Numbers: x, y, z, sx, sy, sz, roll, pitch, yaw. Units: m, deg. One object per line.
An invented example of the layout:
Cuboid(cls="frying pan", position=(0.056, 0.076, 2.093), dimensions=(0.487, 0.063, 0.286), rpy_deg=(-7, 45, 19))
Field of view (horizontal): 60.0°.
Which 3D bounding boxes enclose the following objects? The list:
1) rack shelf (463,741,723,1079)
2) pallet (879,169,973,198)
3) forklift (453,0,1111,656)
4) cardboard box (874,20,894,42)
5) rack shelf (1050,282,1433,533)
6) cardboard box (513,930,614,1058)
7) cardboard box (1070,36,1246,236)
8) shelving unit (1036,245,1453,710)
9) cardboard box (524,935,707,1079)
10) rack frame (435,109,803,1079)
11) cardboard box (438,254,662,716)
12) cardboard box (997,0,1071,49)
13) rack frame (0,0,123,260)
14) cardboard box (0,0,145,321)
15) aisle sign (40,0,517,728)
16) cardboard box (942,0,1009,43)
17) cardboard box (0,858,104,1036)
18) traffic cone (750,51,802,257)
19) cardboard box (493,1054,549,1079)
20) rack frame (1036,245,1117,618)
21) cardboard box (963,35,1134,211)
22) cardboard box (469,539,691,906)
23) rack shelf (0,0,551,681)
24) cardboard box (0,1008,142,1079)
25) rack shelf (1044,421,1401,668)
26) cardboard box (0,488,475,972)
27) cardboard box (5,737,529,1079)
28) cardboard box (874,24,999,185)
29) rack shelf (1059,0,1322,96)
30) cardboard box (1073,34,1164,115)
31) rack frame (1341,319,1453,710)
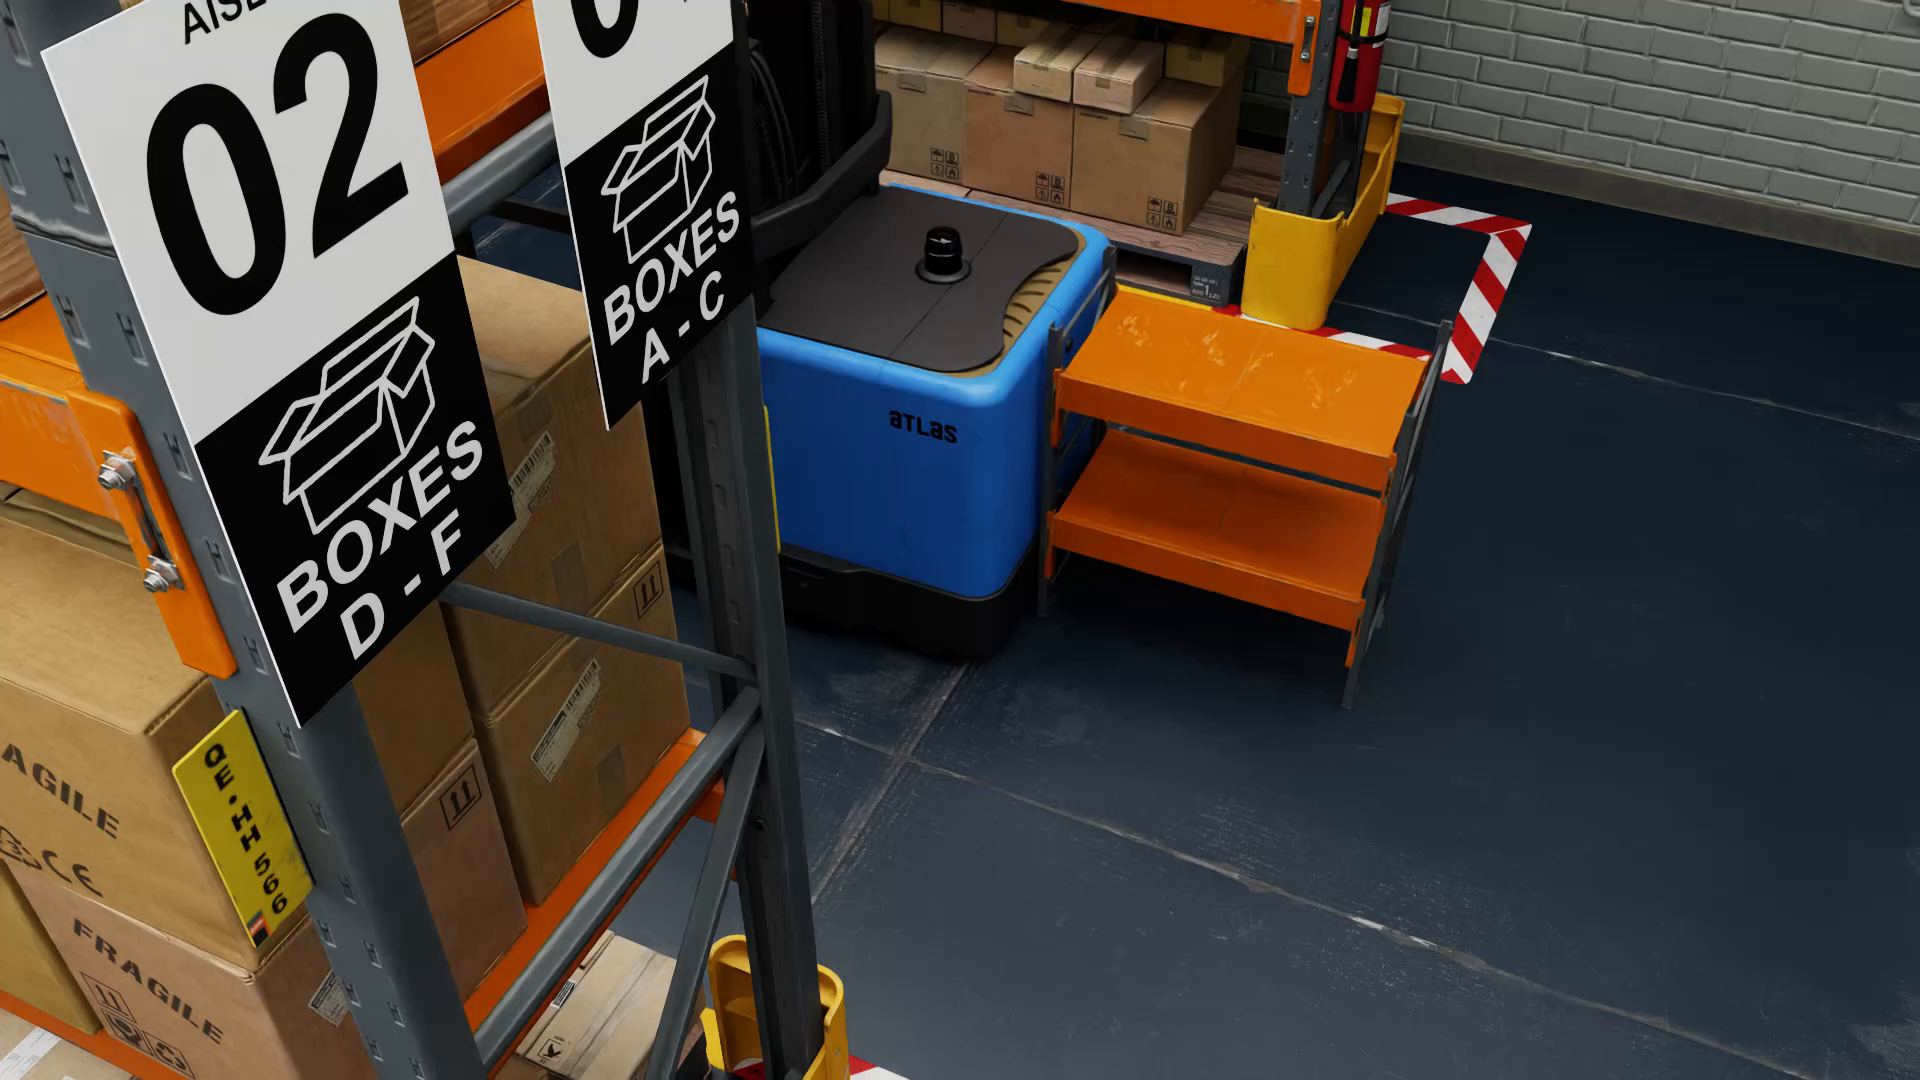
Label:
Cuboid(cls="rack shelf", position=(-2.391, 0.219, 3.607), dimensions=(3.809, 0.124, 0.919), rpy_deg=(17, 44, 19))
Cuboid(cls="pallet", position=(-0.347, -1.826, 7.696), dimensions=(1.213, 0.211, 1.003), rpy_deg=(17, 44, 19))
Cuboid(cls="forklift", position=(-1.071, -1.380, 5.105), dimensions=(3.031, 2.935, 1.130), rpy_deg=(16, 43, 18))
Cuboid(cls="cardboard box", position=(-0.560, -2.136, 7.512), dimensions=(0.500, 0.500, 0.700), rpy_deg=(18, 44, 20))
Cuboid(cls="rack shelf", position=(0.830, -0.409, 4.917), dimensions=(1.000, 0.278, 0.538), rpy_deg=(16, 43, 18))
Cuboid(cls="cardboard box", position=(-1.039, 1.090, 4.029), dimensions=(0.250, 0.166, 0.380), rpy_deg=(17, 44, 19))
Cuboid(cls="cardboard box", position=(0.836, -1.715, 7.026), dimensions=(0.500, 0.500, 0.700), rpy_deg=(17, 44, 19))
Cuboid(cls="shelving unit", position=(0.830, -0.188, 5.108), dimensions=(1.048, 1.125, 0.538), rpy_deg=(16, 43, 18))
Cuboid(cls="cardboard box", position=(-0.813, 1.166, 3.955), dimensions=(0.250, 0.149, 0.380), rpy_deg=(17, 44, 19))
Cuboid(cls="rack frame", position=(-0.577, 0.573, 2.799), dimensions=(0.053, 2.616, 0.949), rpy_deg=(17, 44, 19))
Cuboid(cls="cardboard box", position=(-0.869, -0.120, 2.759), dimensions=(0.500, 0.500, 0.500), rpy_deg=(18, 44, 20))
Cuboid(cls="cardboard box", position=(0.348, -2.253, 7.152), dimensions=(0.250, 0.149, 0.380), rpy_deg=(17, 44, 19))
Cuboid(cls="rack frame", position=(-0.578, -1.692, 0.832), dimensions=(0.127, 3.000, 1.000), rpy_deg=(17, 44, 19))
Cuboid(cls="cardboard box", position=(-1.155, -0.488, 1.847), dimensions=(0.500, 0.250, 0.500), rpy_deg=(17, 44, 19))
Cuboid(cls="aisle sign", position=(-0.646, -0.207, 1.713), dimensions=(0.004, 0.787, 0.394), rpy_deg=(17, 44, 19))
Cuboid(cls="cardboard box", position=(0.117, -2.324, 7.233), dimensions=(0.250, 0.149, 0.380), rpy_deg=(18, 44, 19))
Cuboid(cls="cardboard box", position=(-1.571, 0.433, 2.884), dimensions=(0.500, 0.500, 0.500), rpy_deg=(17, 44, 19))
Cuboid(cls="traffic cone", position=(-0.631, -0.990, 5.238), dimensions=(0.307, 1.202, 0.062), rpy_deg=(17, 44, 19))
Cuboid(cls="cardboard box", position=(-1.175, 1.349, 3.476), dimensions=(0.500, 0.500, 0.500), rpy_deg=(17, 44, 19))
Cuboid(cls="rack frame", position=(0.365, -0.323, 5.264), dimensions=(0.032, 1.125, 0.500), rpy_deg=(16, 43, 18))
Cuboid(cls="cardboard box", position=(0.382, -1.853, 7.186), dimensions=(0.500, 0.500, 0.700), rpy_deg=(17, 44, 19))
Cuboid(cls="cardboard box", position=(-0.869, 0.258, 3.086), dimensions=(0.500, 0.500, 0.500), rpy_deg=(18, 44, 20))
Cuboid(cls="rack shelf", position=(-2.391, -0.840, 2.689), dimensions=(4.000, 0.370, 1.077), rpy_deg=(17, 44, 19))
Cuboid(cls="cardboard box", position=(-2.024, 1.163, 3.882), dimensions=(0.500, 0.250, 0.500), rpy_deg=(17, 44, 19))
Cuboid(cls="rack shelf", position=(0.830, -0.003, 5.269), dimensions=(1.000, 0.278, 0.538), rpy_deg=(16, 43, 18))
Cuboid(cls="cardboard box", position=(-1.098, 0.199, 2.390), dimensions=(0.500, 0.500, 0.500), rpy_deg=(17, 44, 18))
Cuboid(cls="cardboard box", position=(-1.099, 0.575, 2.720), dimensions=(0.500, 0.500, 0.500), rpy_deg=(18, 44, 20))
Cuboid(cls="cardboard box", position=(-0.074, -1.992, 7.346), dimensions=(0.500, 0.500, 0.700), rpy_deg=(16, 43, 17))
Cuboid(cls="rack shelf", position=(-0.300, -2.648, 7.064), dimensions=(4.000, 0.370, 1.077), rpy_deg=(17, 44, 19))
Cuboid(cls="cardboard box", position=(0.643, -1.887, 6.730), dimensions=(0.250, 0.149, 0.380), rpy_deg=(16, 44, 18))
Cuboid(cls="rack frame", position=(1.295, -0.054, 4.953), dimensions=(0.032, 1.125, 0.500), rpy_deg=(16, 43, 18))
